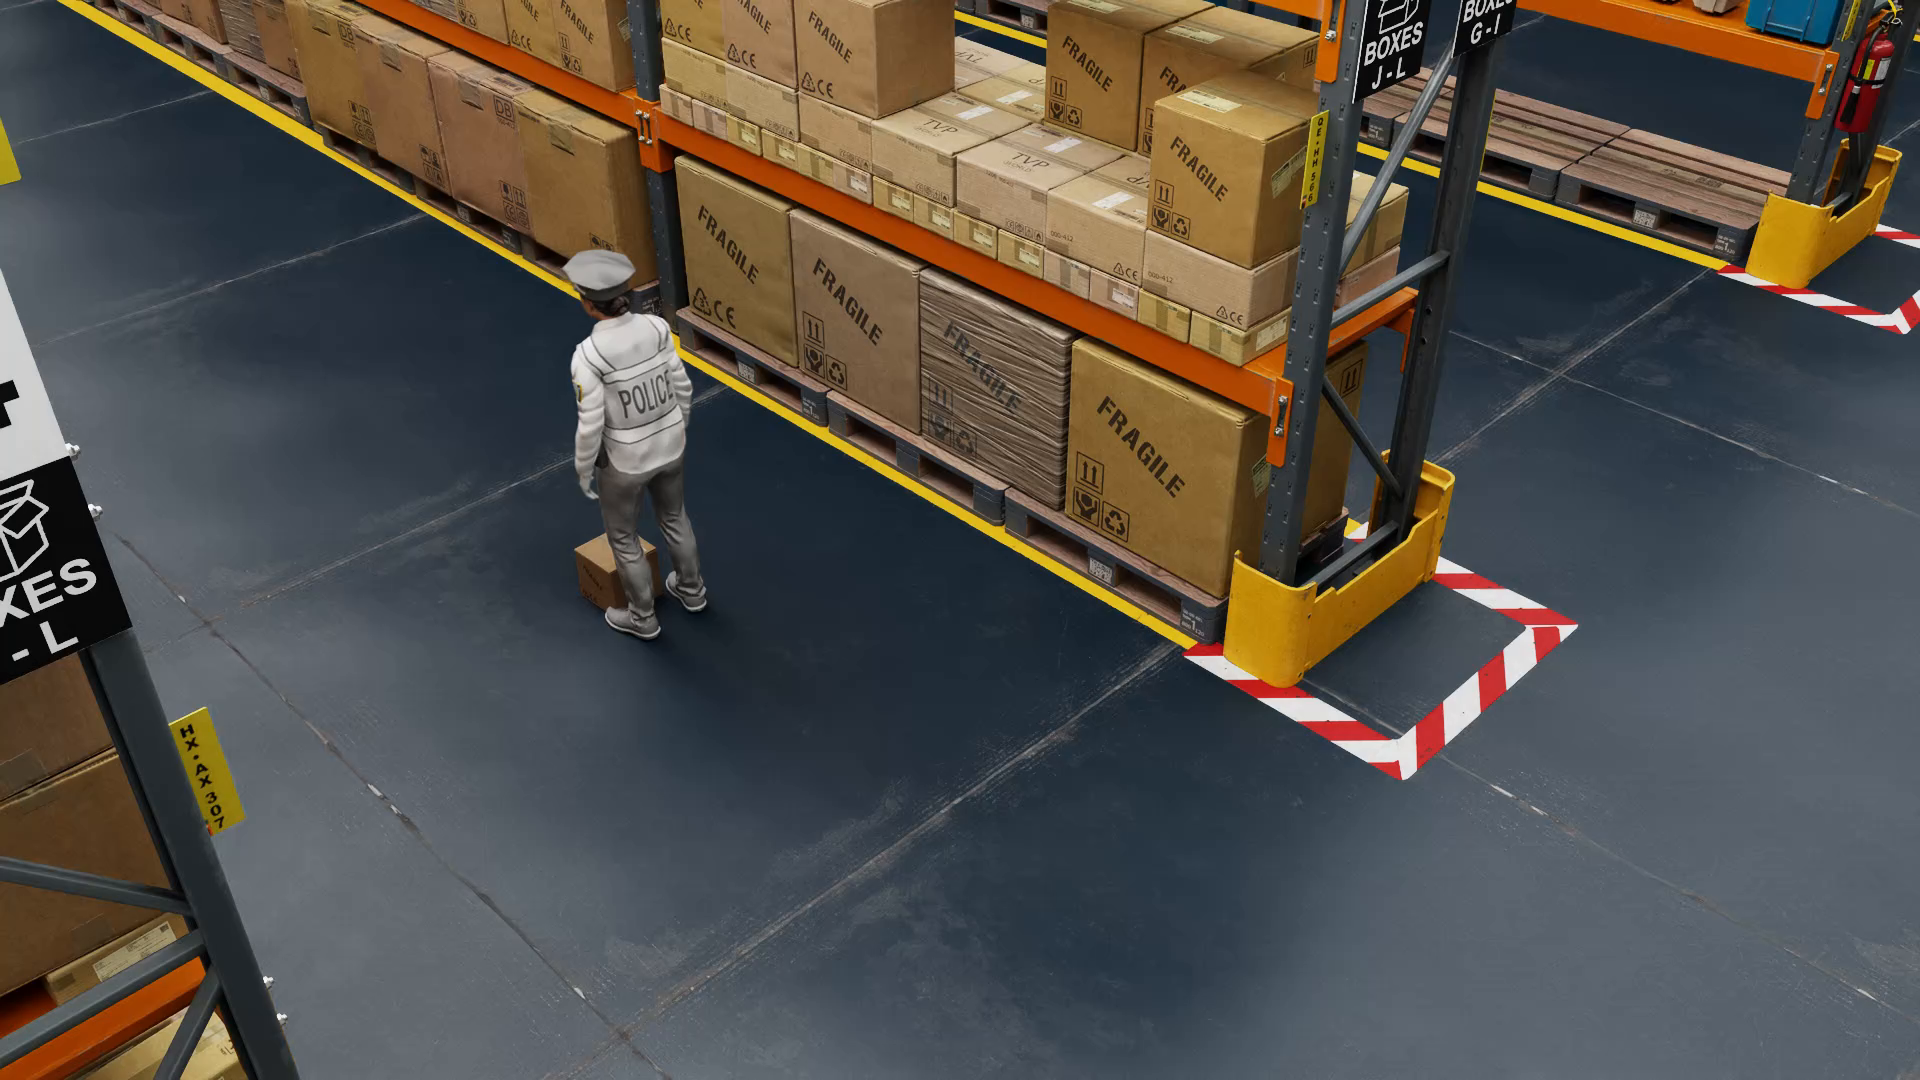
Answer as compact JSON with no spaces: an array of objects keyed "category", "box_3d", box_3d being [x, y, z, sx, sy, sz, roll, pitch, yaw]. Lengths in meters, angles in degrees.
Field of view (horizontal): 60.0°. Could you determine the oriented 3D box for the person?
[{"category":"person","box_3d":[-1.289,-0.344,6.622,0.529,1.663,0.372,-30,45,-35]}]
